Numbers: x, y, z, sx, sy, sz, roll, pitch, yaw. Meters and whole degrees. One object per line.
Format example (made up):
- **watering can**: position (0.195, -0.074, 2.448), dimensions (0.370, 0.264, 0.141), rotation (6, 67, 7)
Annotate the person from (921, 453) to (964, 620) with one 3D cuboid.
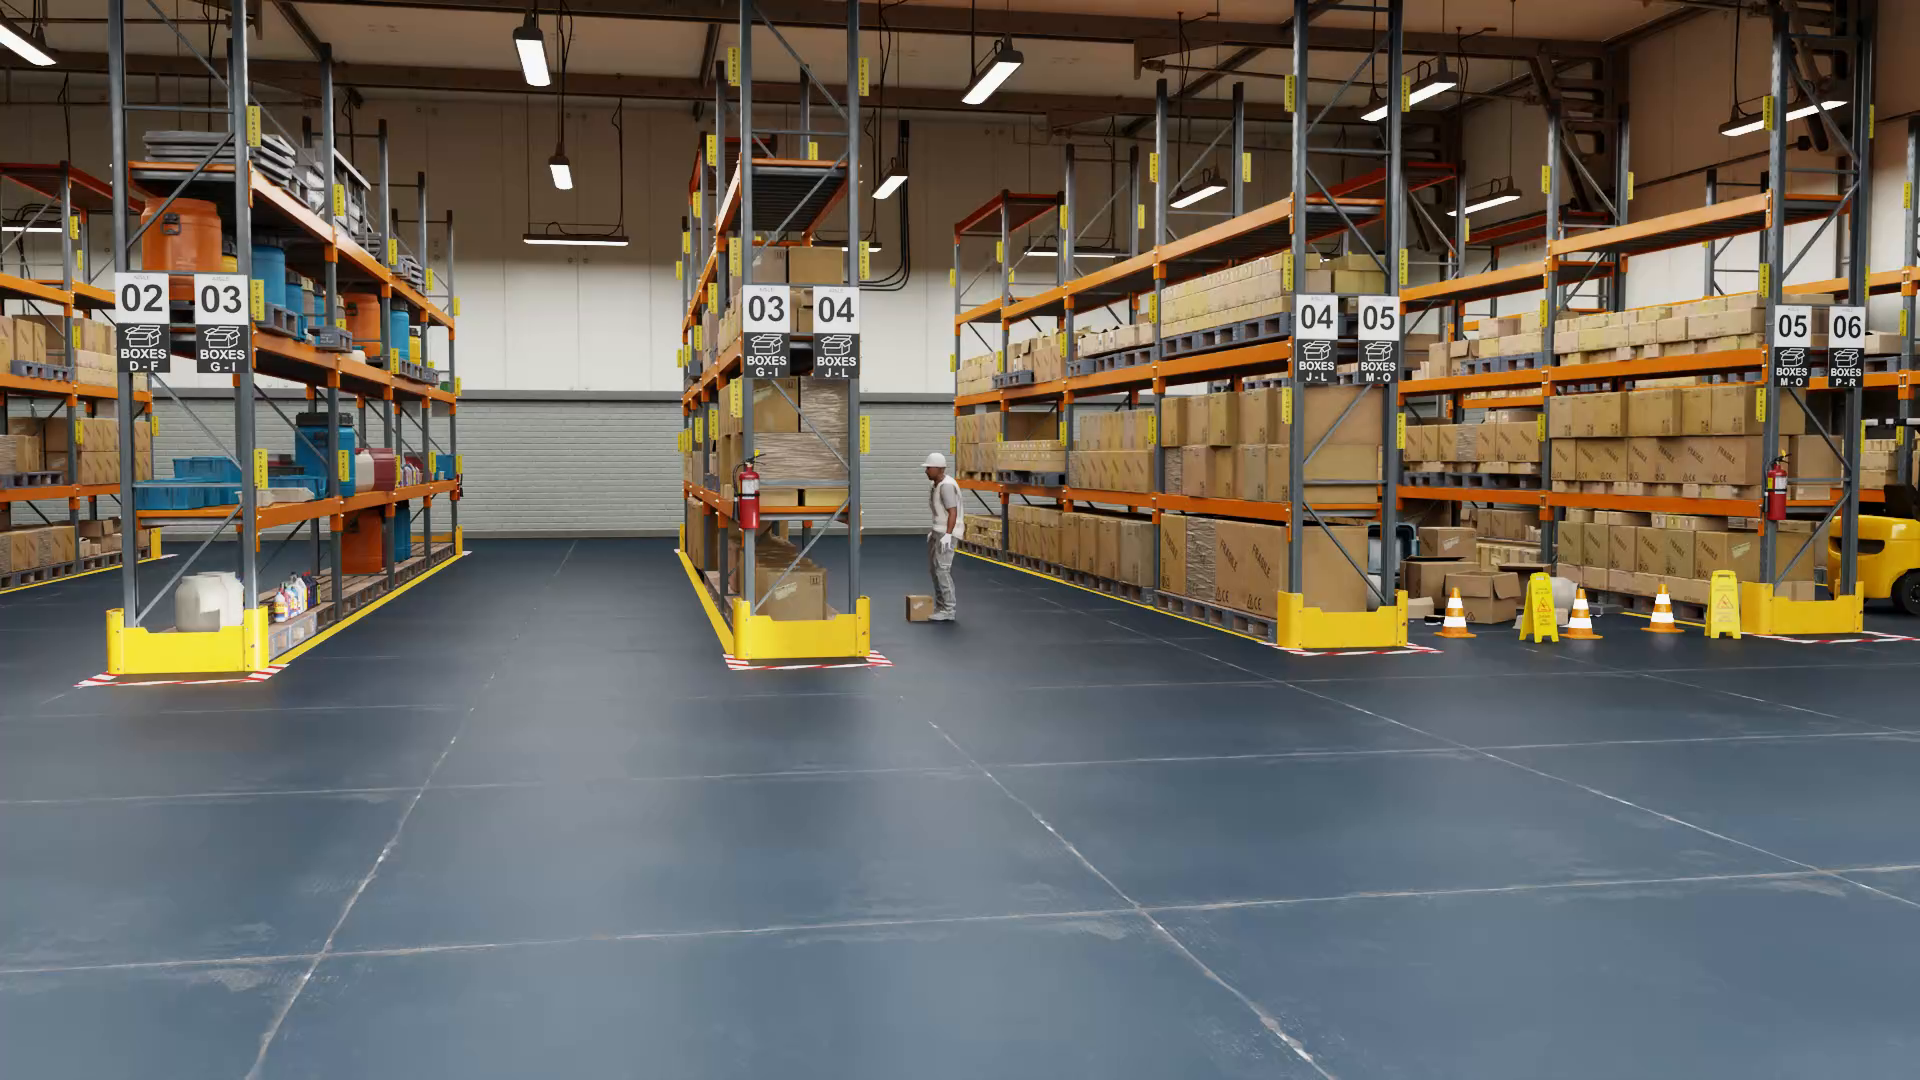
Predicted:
- **person**: position (-0.201, -0.038, 17.680), dimensions (0.452, 1.773, 0.625), rotation (-1, 3, -15)
